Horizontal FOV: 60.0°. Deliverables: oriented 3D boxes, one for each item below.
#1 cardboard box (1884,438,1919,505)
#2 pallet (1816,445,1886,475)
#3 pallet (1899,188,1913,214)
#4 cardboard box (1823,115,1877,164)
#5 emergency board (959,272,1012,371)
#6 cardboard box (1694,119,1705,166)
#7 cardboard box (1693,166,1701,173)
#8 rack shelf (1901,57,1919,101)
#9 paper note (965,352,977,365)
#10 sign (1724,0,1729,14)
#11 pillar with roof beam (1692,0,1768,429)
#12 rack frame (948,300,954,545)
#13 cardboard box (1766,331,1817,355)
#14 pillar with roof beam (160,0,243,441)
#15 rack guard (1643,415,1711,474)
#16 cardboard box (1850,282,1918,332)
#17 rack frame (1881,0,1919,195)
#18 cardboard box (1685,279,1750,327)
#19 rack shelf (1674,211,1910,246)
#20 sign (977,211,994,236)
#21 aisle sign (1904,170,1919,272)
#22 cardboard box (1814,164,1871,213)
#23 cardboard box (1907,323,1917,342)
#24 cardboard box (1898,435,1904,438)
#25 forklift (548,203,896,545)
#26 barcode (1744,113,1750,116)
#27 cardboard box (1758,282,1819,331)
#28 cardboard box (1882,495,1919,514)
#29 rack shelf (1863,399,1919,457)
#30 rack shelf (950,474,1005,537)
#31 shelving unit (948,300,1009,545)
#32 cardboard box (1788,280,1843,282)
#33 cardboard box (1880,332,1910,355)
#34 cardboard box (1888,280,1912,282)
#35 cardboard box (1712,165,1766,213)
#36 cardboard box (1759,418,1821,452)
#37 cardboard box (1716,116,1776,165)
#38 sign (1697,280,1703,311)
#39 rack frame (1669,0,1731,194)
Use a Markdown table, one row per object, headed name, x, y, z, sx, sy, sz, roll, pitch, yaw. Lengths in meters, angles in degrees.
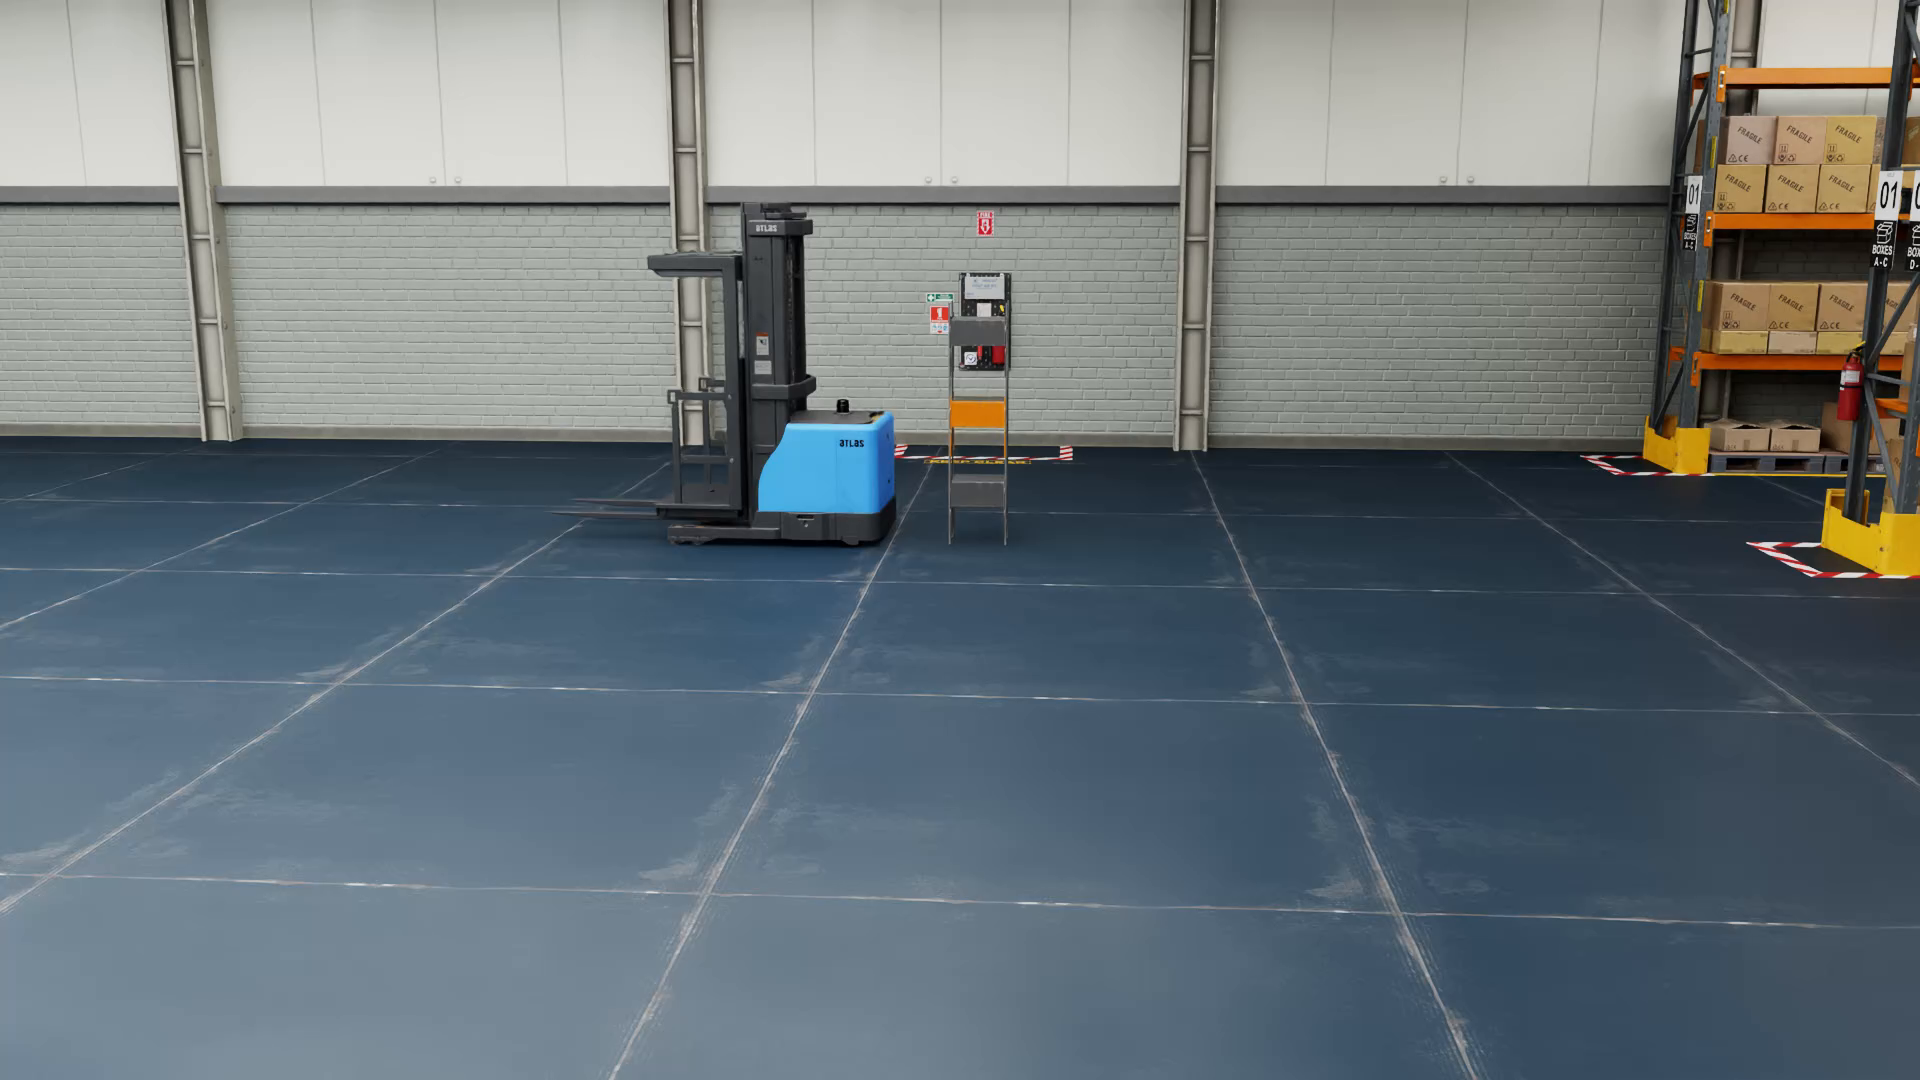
| name | x | y | z | sx | sy | sz | roll | pitch | yaw |
| --- | --- | --- | --- | --- | --- | --- | --- | --- | --- |
| cardboard box | 8.223 | -0.582 | 14.080 | 0.500 | 0.500 | 0.500 | 1 | 12 | 4 |
| pallet | 10.093 | -0.912 | 18.612 | 1.213 | 0.211 | 1.003 | 1 | 12 | 4 |
| pallet | 8.372 | -2.711 | 13.293 | 1.213 | 0.211 | 1.003 | 1 | 12 | 4 |
| cardboard box | 9.372 | -4.253 | 17.712 | 0.500 | 0.500 | 0.500 | 1 | 12 | 5 |
| emergency board | 0.302 | -2.604 | 19.892 | 0.643 | 1.169 | 0.194 | 1 | 12 | 4 |
| cardboard box | 8.443 | -4.377 | 18.307 | 0.500 | 0.500 | 0.500 | 1 | 12 | 6 |
| cardboard box | 8.428 | -3.886 | 18.402 | 0.500 | 0.500 | 0.500 | 2 | 12 | 8 |
| rack shelf | 9.663 | -3.663 | 13.033 | 4.000 | 0.370 | 1.077 | 1 | 12 | 4 |
| paper note | 0.130 | -2.190 | 20.061 | 0.142 | 0.148 | 0.016 | 1 | 12 | 4 |
| sign | 7.959 | -5.635 | 17.253 | 0.005 | 0.325 | 0.100 | 1 | 12 | 4 |
| pillar with roof beam | 8.464 | -4.537 | 14.482 | 0.400 | 9.000 | 9.100 | 1 | 12 | 4 |
| rack frame | -0.078 | -1.029 | 14.558 | 0.015 | 2.100 | 0.400 | 1 | 12 | 4 |
| cardboard box | 8.980 | -2.174 | 18.152 | 0.500 | 0.250 | 0.500 | 0 | 12 | 2 |
| pillar with roof beam | -9.496 | -4.784 | 15.659 | 0.400 | 9.000 | 9.100 | 1 | 12 | 4 |
| rack guard | 8.071 | -1.089 | 18.752 | 0.348 | 0.500 | 1.175 | 1 | 12 | 4 |
| cardboard box | 9.975 | -2.527 | 18.009 | 0.500 | 0.500 | 0.500 | 1 | 12 | 6 |
| rack frame | 7.668 | -4.238 | 13.049 | 0.127 | 3.000 | 1.000 | 1 | 12 | 4 |
| cardboard box | 8.480 | -2.654 | 18.614 | 0.500 | 0.500 | 0.500 | 1 | 12 | 3 |
| rack shelf | 9.991 | -3.402 | 18.137 | 4.000 | 0.370 | 1.077 | 1 | 12 | 4 |
| sign | 0.300 | -3.759 | 19.752 | 0.199 | 0.298 | 0.001 | 1 | 12 | 4 |
| aisle sign | 7.582 | -2.512 | 13.102 | 0.004 | 0.787 | 0.394 | 1 | 12 | 4 |
| cardboard box | 9.364 | -3.764 | 17.816 | 0.500 | 0.500 | 0.500 | 1 | 12 | 6 |
| cardboard box | 8.062 | -1.701 | 13.748 | 0.250 | 0.149 | 0.380 | 1 | 12 | 3 |
| cardboard box | 10.392 | -1.105 | 18.611 | 0.250 | 0.149 | 0.380 | 0 | 12 | -1 |
| forklift | -2.142 | -1.497 | 14.766 | 3.031 | 2.935 | 1.130 | 1 | 12 | 6 |
| barcode | 8.737 | -4.706 | 18.462 | 0.075 | 0.075 | 0.001 | 1 | 12 | 4 |
| cardboard box | 8.944 | -2.540 | 18.071 | 0.500 | 0.500 | 0.500 | 1 | 12 | 4 |
| cardboard box | 8.223 | -0.214 | 14.155 | 0.500 | 0.250 | 0.500 | 1 | 12 | 4 |
| rack shelf | 9.663 | -0.922 | 13.606 | 4.000 | 0.370 | 1.077 | 1 | 12 | 4 |
| rack shelf | 0.165 | -0.327 | 14.688 | 0.480 | 0.518 | 0.431 | 1 | 12 | 4 |
| shelving unit | 0.165 | -1.025 | 14.542 | 0.503 | 2.100 | 0.431 | 1 | 12 | 4 |
| cardboard box | 9.497 | -2.639 | 18.542 | 0.500 | 0.500 | 0.500 | 0 | 12 | 2 |
| cardboard box | 9.992 | -2.158 | 18.078 | 0.500 | 0.250 | 0.500 | 1 | 12 | 4 |
| cardboard box | 10.518 | -2.627 | 18.486 | 0.500 | 0.500 | 0.500 | 1 | 12 | 5 |
| cardboard box | 8.312 | -3.785 | 17.916 | 0.500 | 0.500 | 0.500 | 1 | 12 | 5 |
| cardboard box | 9.248 | -1.177 | 18.561 | 0.500 | 0.311 | 0.500 | 2 | 12 | 8 |
| cardboard box | 8.363 | -4.275 | 17.817 | 0.500 | 0.500 | 0.500 | 0 | 12 | 0 |
| sign | 7.959 | -2.626 | 17.883 | 0.005 | 0.325 | 0.100 | 1 | 12 | 4 |
| rack frame | 7.995 | -5.250 | 17.887 | 0.127 | 3.000 | 1.000 | 1 | 12 | 4 |
